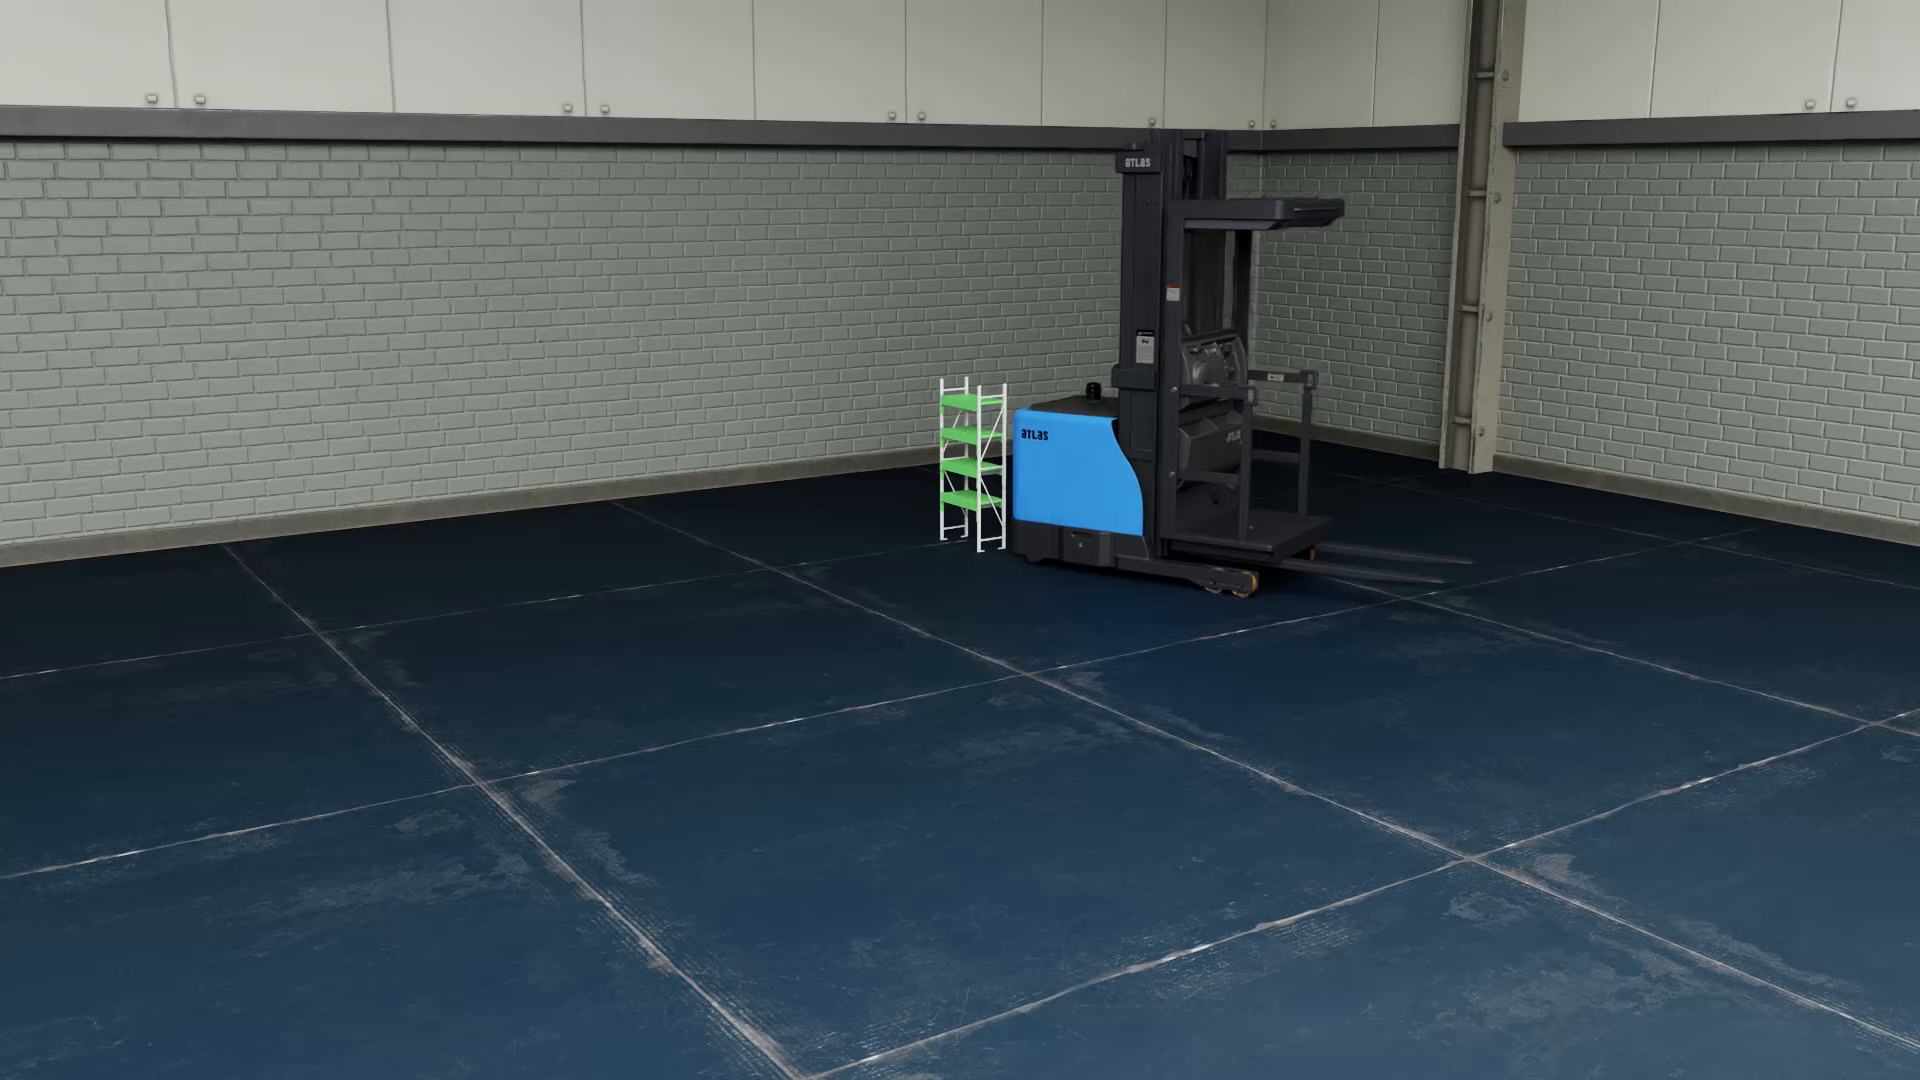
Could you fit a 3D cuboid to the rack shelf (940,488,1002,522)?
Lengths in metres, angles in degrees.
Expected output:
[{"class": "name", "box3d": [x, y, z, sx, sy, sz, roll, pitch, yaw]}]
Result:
[{"class": "rack shelf", "box3d": [0.092, -0.260, 12.164, 0.258, 0.148, 0.480, -8, 15, -33]}]

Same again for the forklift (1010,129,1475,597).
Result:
[{"class": "forklift", "box3d": [1.864, -1.193, 10.959, 3.031, 2.935, 1.130, 8, 15, 32]}]

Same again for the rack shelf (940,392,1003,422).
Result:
[{"class": "rack shelf", "box3d": [0.092, -0.963, 12.010, 0.258, 0.148, 0.480, -8, 15, -33]}]

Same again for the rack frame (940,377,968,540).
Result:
[{"class": "rack frame", "box3d": [-0.043, -0.600, 12.297, 0.240, 1.200, 0.015, -8, 15, -33]}]

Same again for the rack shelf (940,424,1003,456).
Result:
[{"class": "rack shelf", "box3d": [0.092, -0.729, 12.061, 0.258, 0.148, 0.480, -8, 15, -33]}]

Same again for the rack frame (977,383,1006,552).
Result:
[{"class": "rack frame", "box3d": [0.227, -0.513, 11.901, 0.240, 1.200, 0.015, -8, 15, -33]}]

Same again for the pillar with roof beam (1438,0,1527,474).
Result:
[{"class": "pillar with roof beam", "box3d": [1.089, -4.541, 12.061, 9.100, 9.000, 0.400, -8, 15, -33]}]

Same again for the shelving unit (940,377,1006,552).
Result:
[{"class": "shelving unit", "box3d": [0.092, -0.557, 12.099, 0.258, 1.200, 0.503, -8, 15, -33]}]

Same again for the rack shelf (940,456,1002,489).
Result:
[{"class": "rack shelf", "box3d": [0.092, -0.494, 12.113, 0.258, 0.148, 0.480, -8, 15, -33]}]
